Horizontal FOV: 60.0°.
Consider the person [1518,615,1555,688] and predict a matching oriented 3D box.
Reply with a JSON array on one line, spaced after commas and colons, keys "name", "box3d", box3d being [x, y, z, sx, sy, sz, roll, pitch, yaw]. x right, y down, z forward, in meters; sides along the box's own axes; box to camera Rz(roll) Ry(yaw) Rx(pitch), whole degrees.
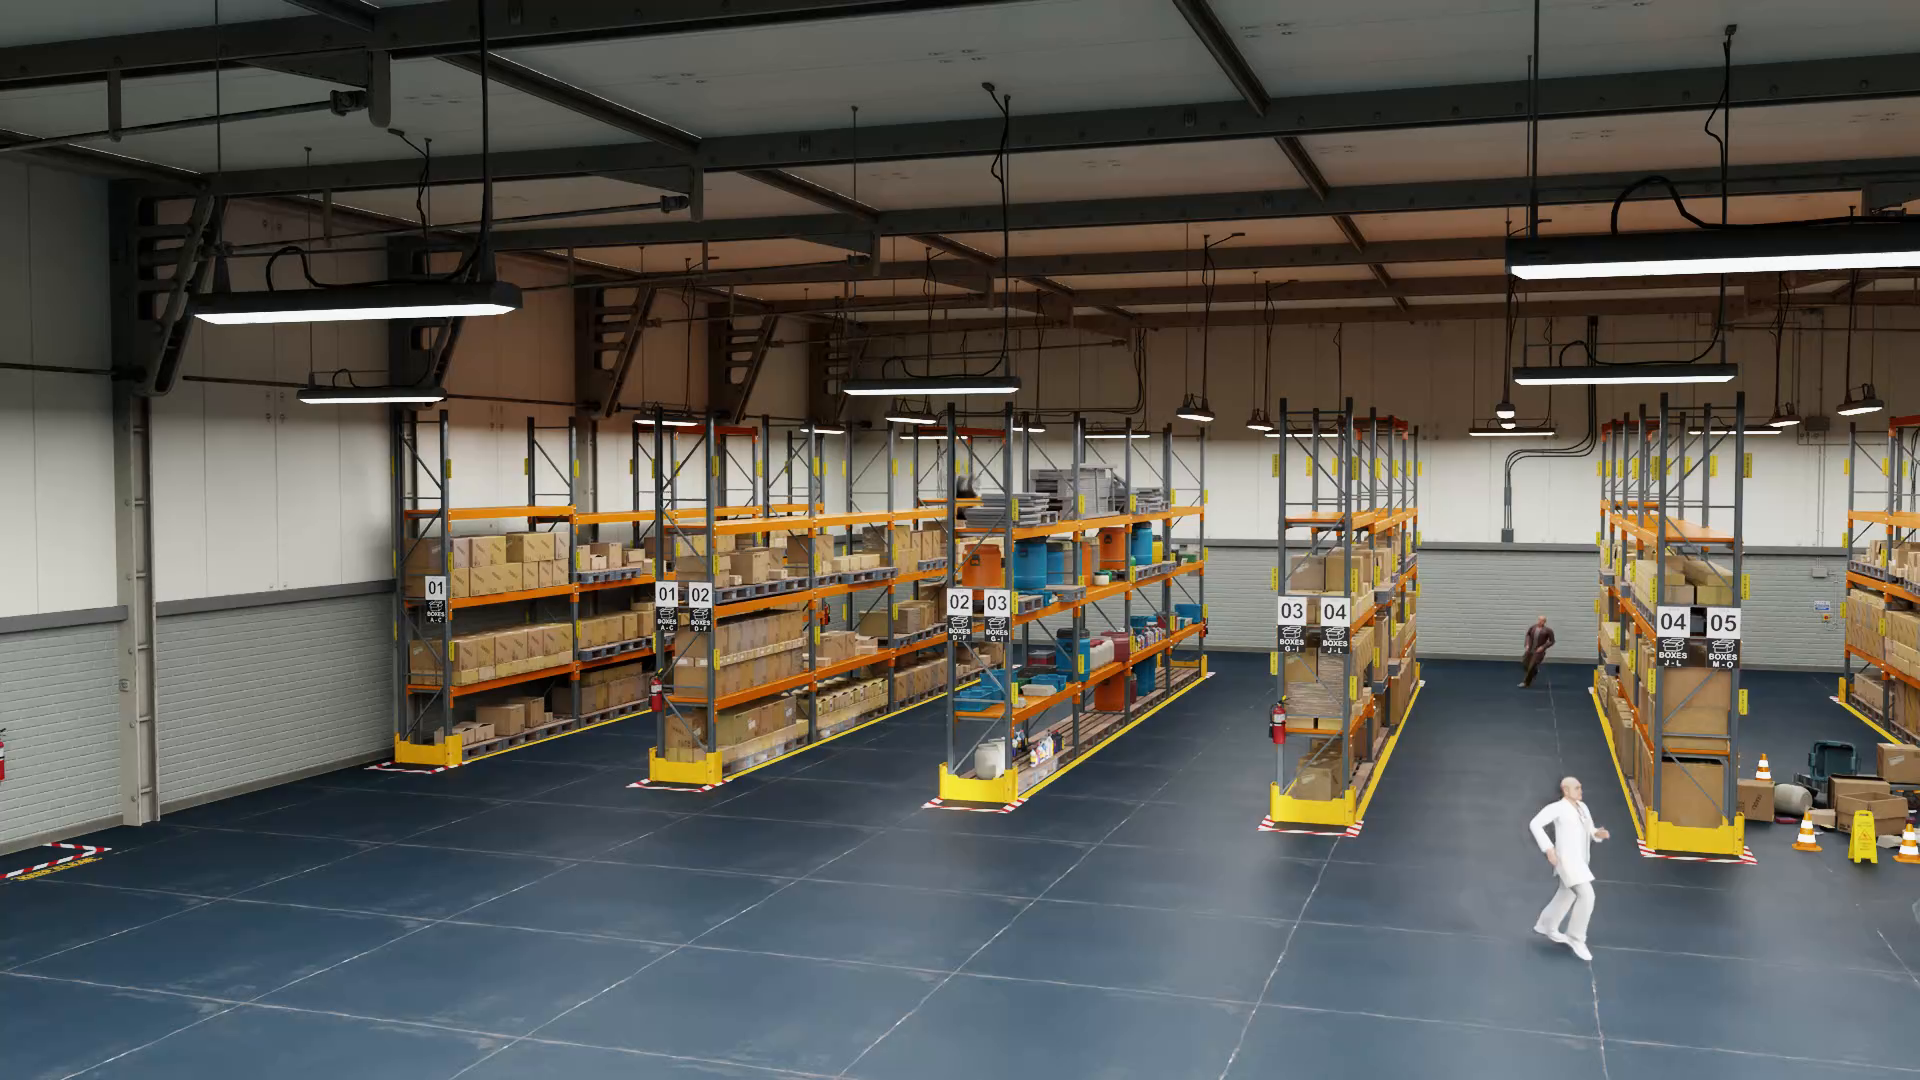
[{"name": "person", "box3d": [13.200, 2.539, 37.887, 0.664, 1.672, 0.765, -2, 3, -40]}]

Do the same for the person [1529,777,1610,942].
[{"name": "person", "box3d": [6.327, 3.290, 17.204, 0.662, 1.671, 0.803, -2, 3, -43]}]
